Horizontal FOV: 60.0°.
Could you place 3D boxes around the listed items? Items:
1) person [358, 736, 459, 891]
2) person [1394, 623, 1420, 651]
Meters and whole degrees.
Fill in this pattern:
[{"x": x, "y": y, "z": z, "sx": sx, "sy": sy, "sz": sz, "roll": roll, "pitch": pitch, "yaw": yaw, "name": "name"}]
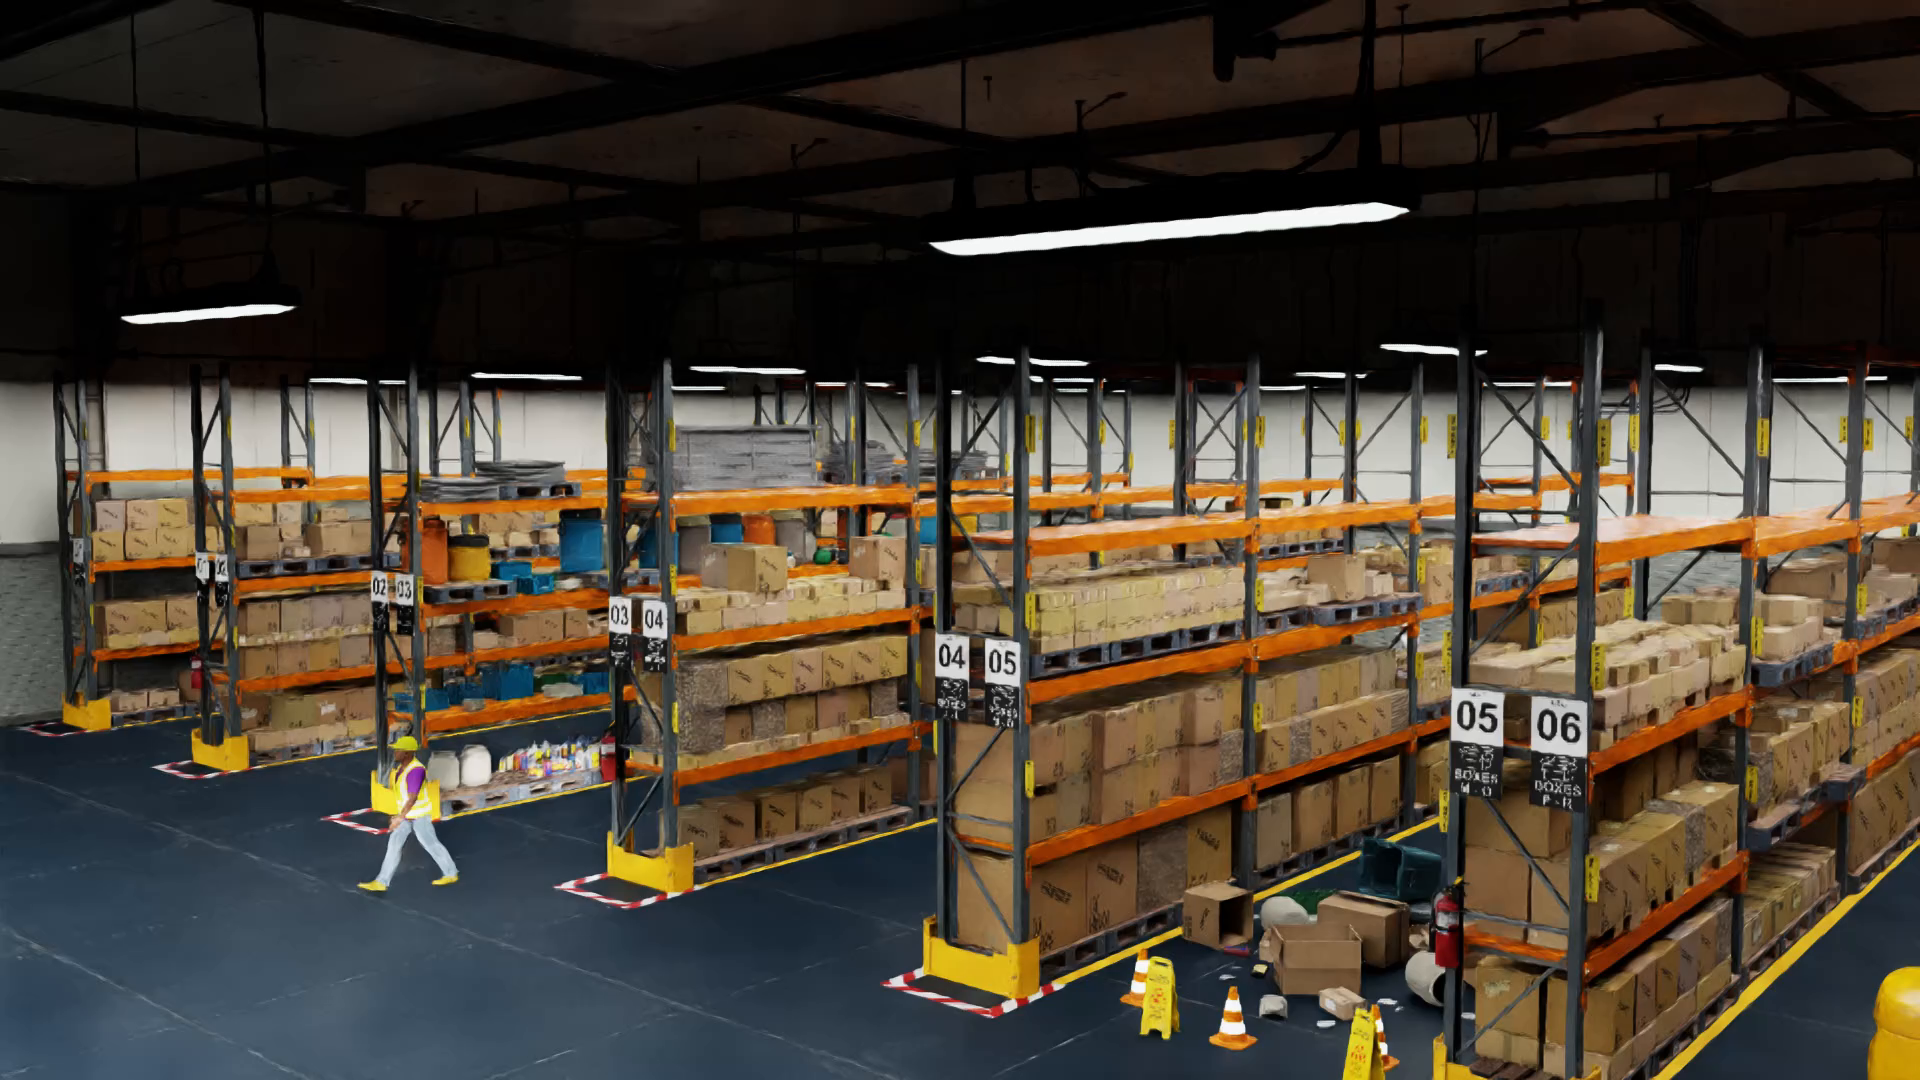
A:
[{"x": -6.028, "y": 2.988, "z": 18.208, "sx": 1.042, "sy": 1.708, "sz": 0.566, "roll": -4, "pitch": 5, "yaw": -41, "name": "person"}, {"x": 7.650, "y": 2.204, "z": 28.547, "sx": 0.607, "sy": 1.771, "sz": 0.553, "roll": -3, "pitch": 5, "yaw": -32, "name": "person"}]
